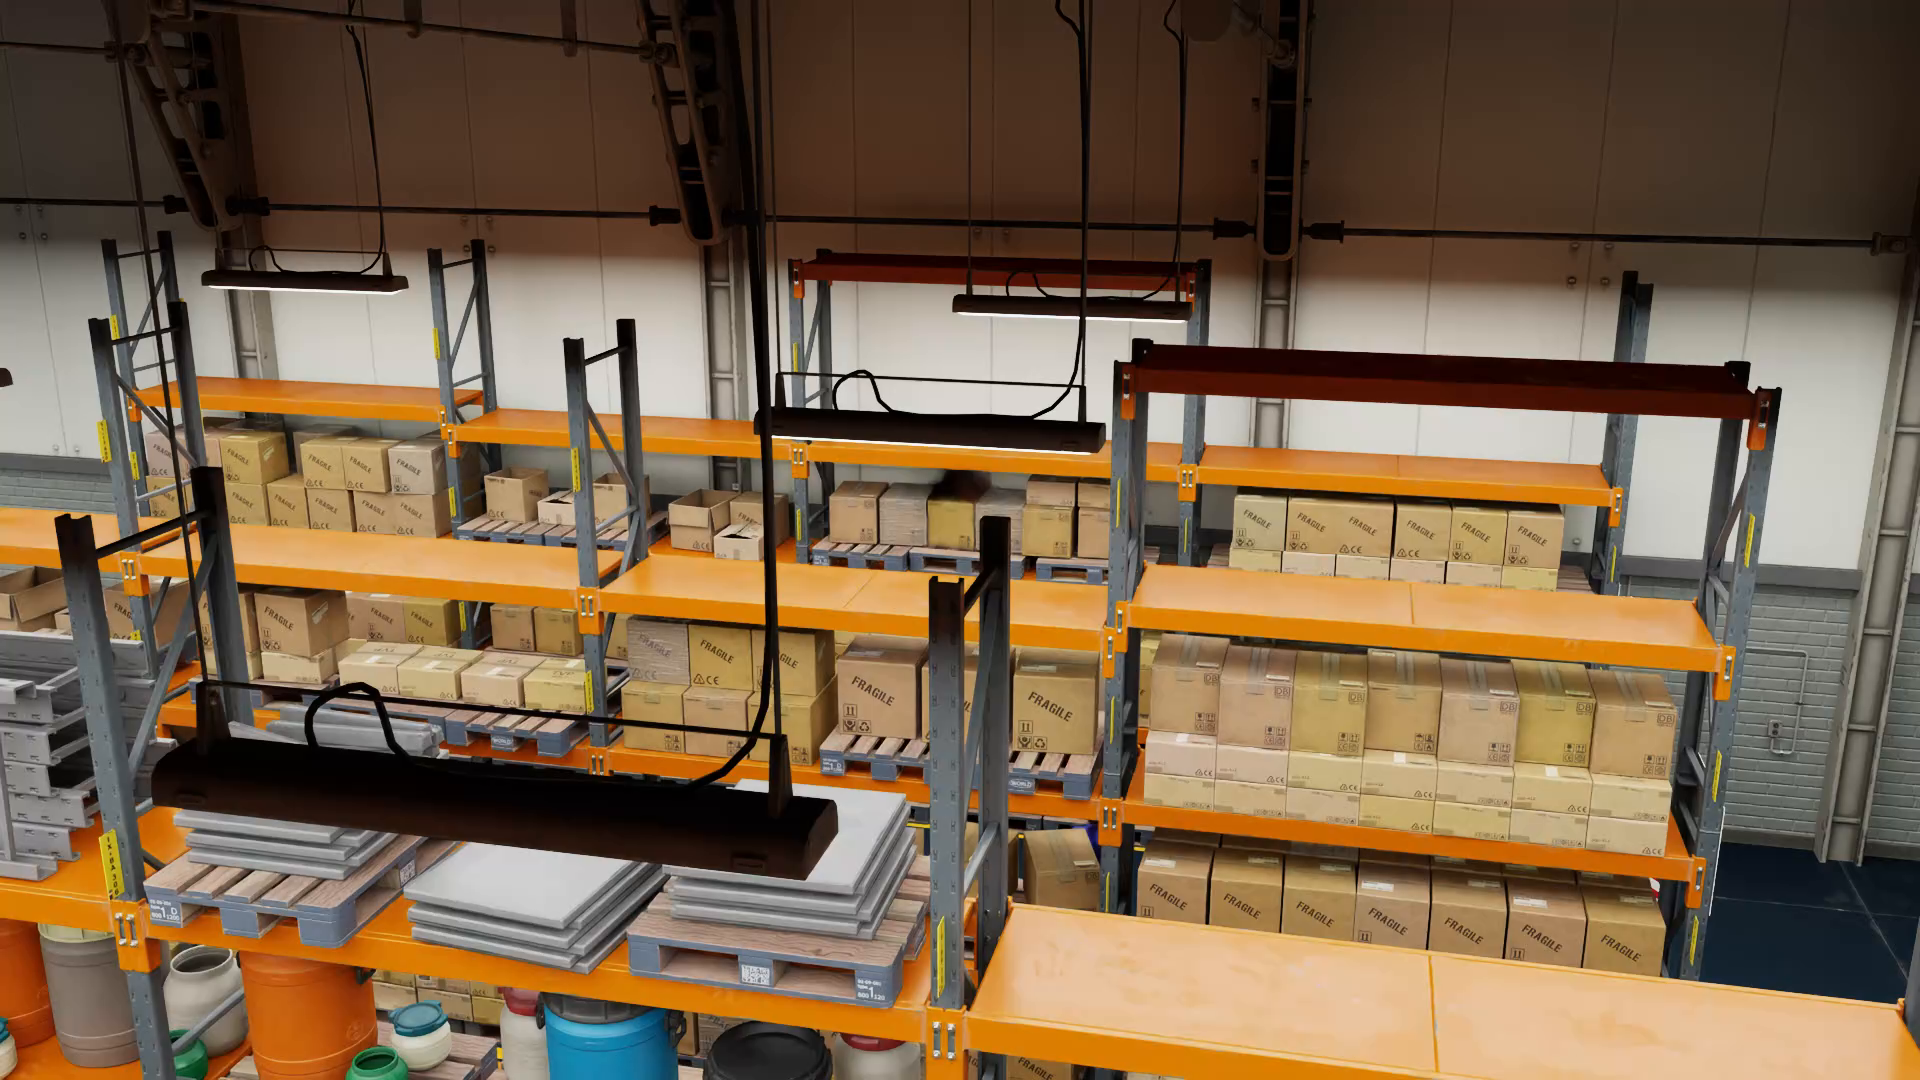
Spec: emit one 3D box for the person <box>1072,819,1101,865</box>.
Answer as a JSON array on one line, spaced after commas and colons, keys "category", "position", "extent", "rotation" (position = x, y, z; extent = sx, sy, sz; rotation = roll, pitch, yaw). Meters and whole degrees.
[{"category": "person", "position": [1.128, 3.078, 14.847], "extent": [0.570, 1.660, 0.359], "rotation": [5, 17, 17]}]
